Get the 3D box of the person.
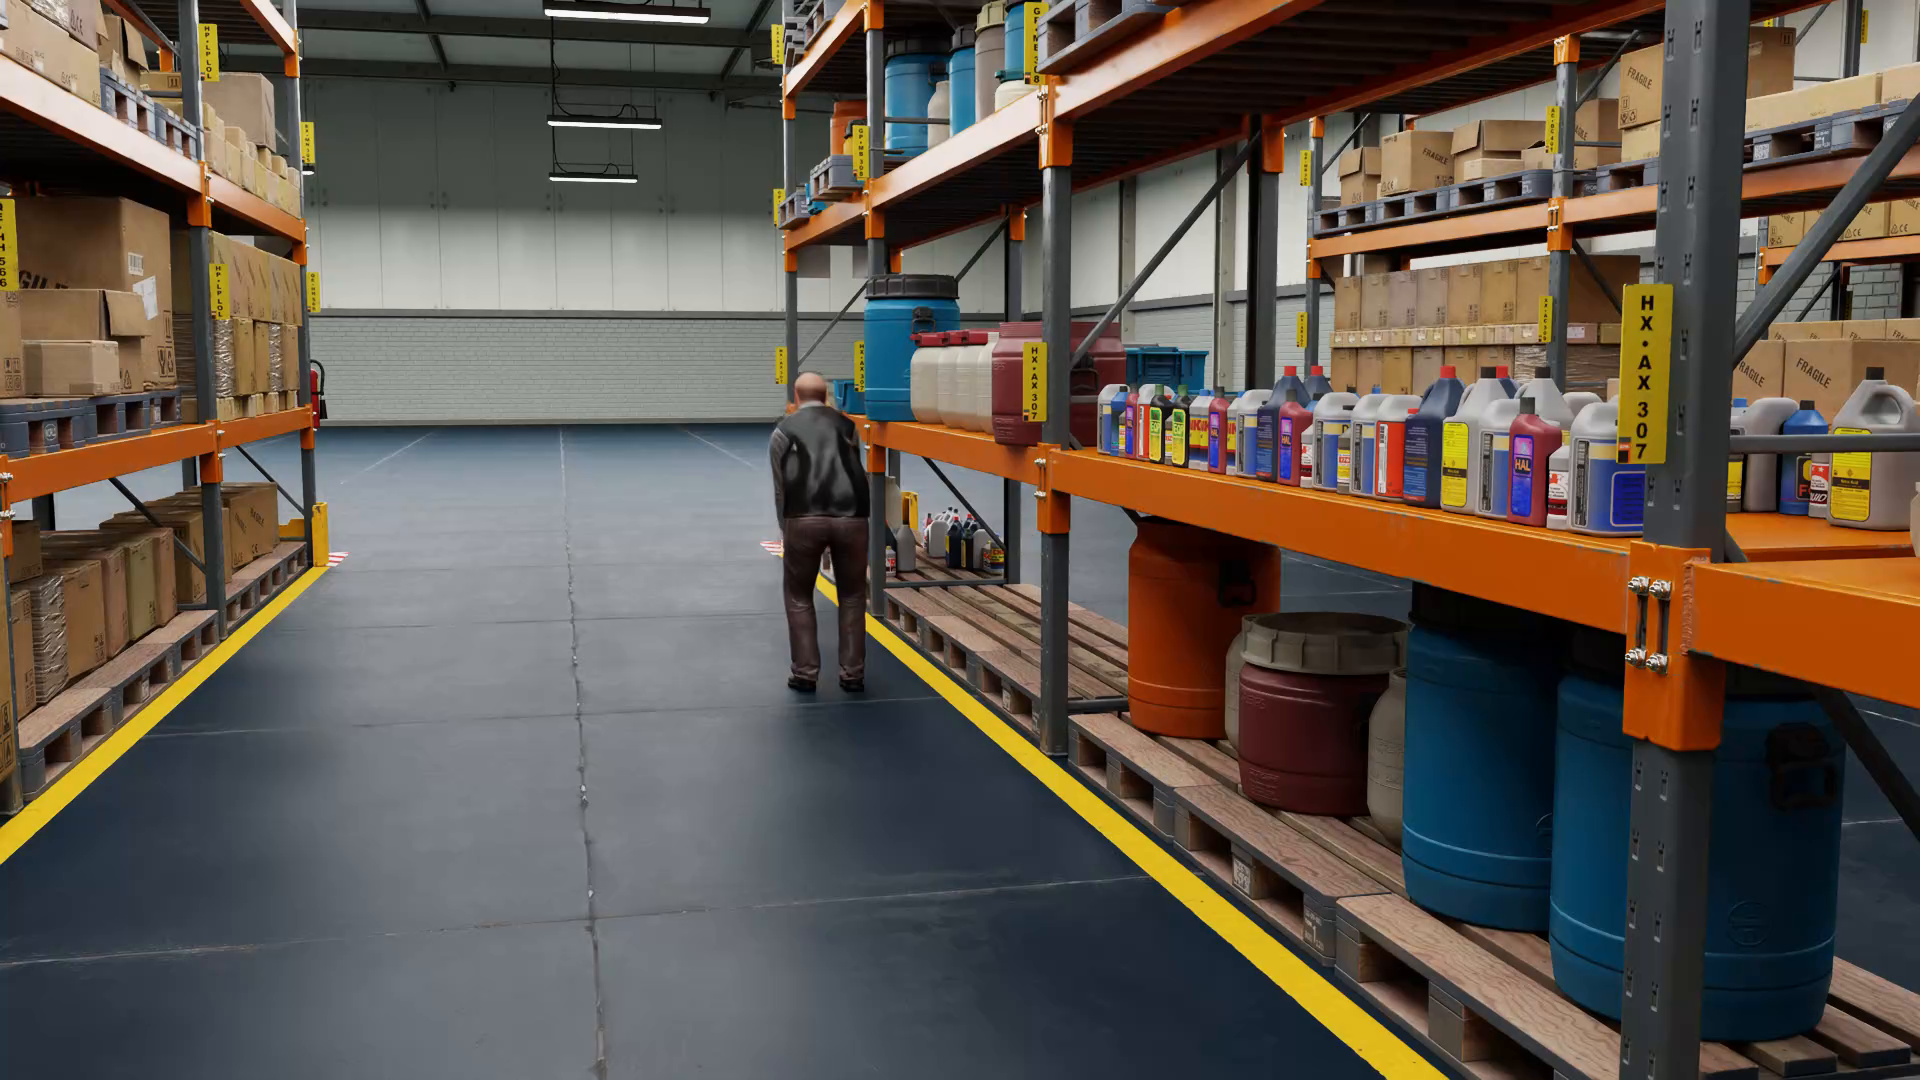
[{"bbox_3d":[-0.725,-0.048,8.536,0.475,1.616,0.623,-2,6,-15],"label":"person"}]
